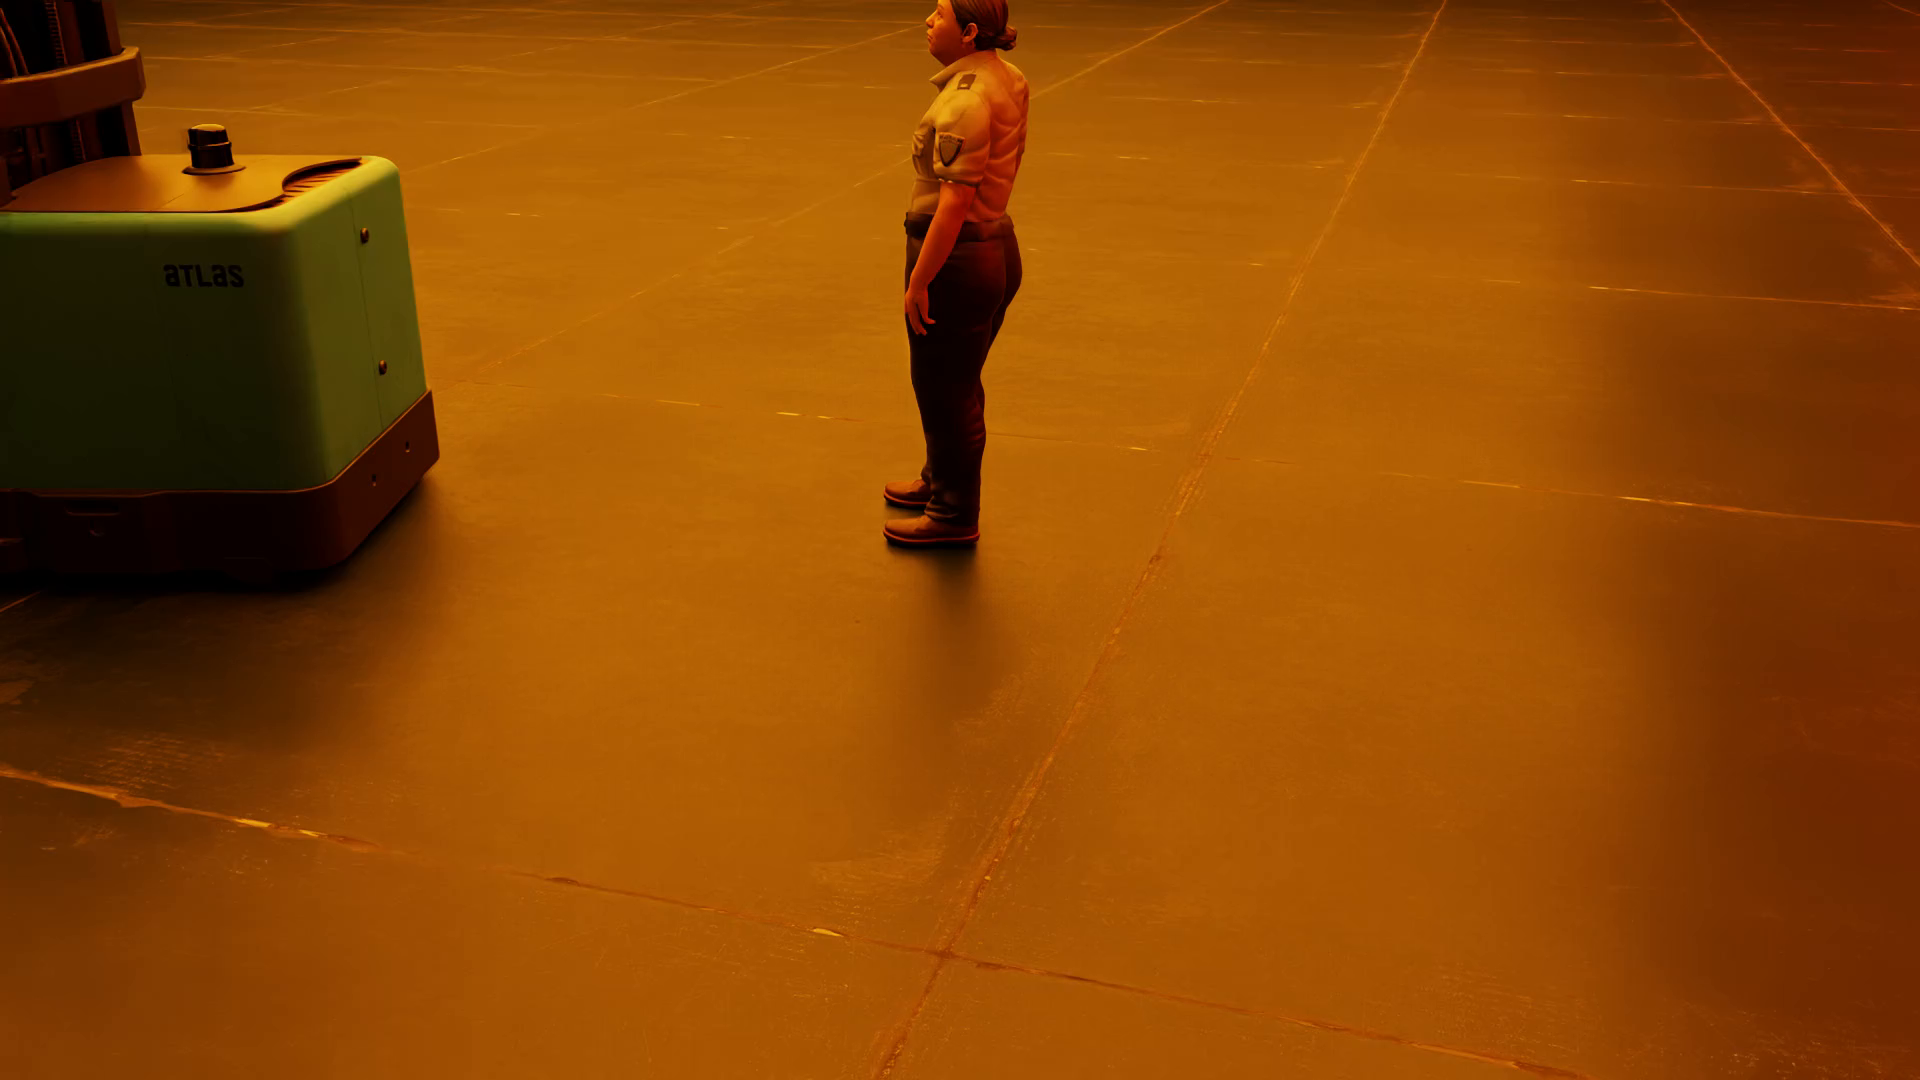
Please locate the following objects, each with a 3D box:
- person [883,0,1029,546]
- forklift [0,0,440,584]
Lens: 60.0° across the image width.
[{"bbox_3d":[-0.078,-0.782,4.850,0.503,1.640,0.599,7,23,16],"label":"person"},{"bbox_3d":[-3.276,-1.412,4.699,3.031,2.935,1.130,0,22,1],"label":"forklift"}]
